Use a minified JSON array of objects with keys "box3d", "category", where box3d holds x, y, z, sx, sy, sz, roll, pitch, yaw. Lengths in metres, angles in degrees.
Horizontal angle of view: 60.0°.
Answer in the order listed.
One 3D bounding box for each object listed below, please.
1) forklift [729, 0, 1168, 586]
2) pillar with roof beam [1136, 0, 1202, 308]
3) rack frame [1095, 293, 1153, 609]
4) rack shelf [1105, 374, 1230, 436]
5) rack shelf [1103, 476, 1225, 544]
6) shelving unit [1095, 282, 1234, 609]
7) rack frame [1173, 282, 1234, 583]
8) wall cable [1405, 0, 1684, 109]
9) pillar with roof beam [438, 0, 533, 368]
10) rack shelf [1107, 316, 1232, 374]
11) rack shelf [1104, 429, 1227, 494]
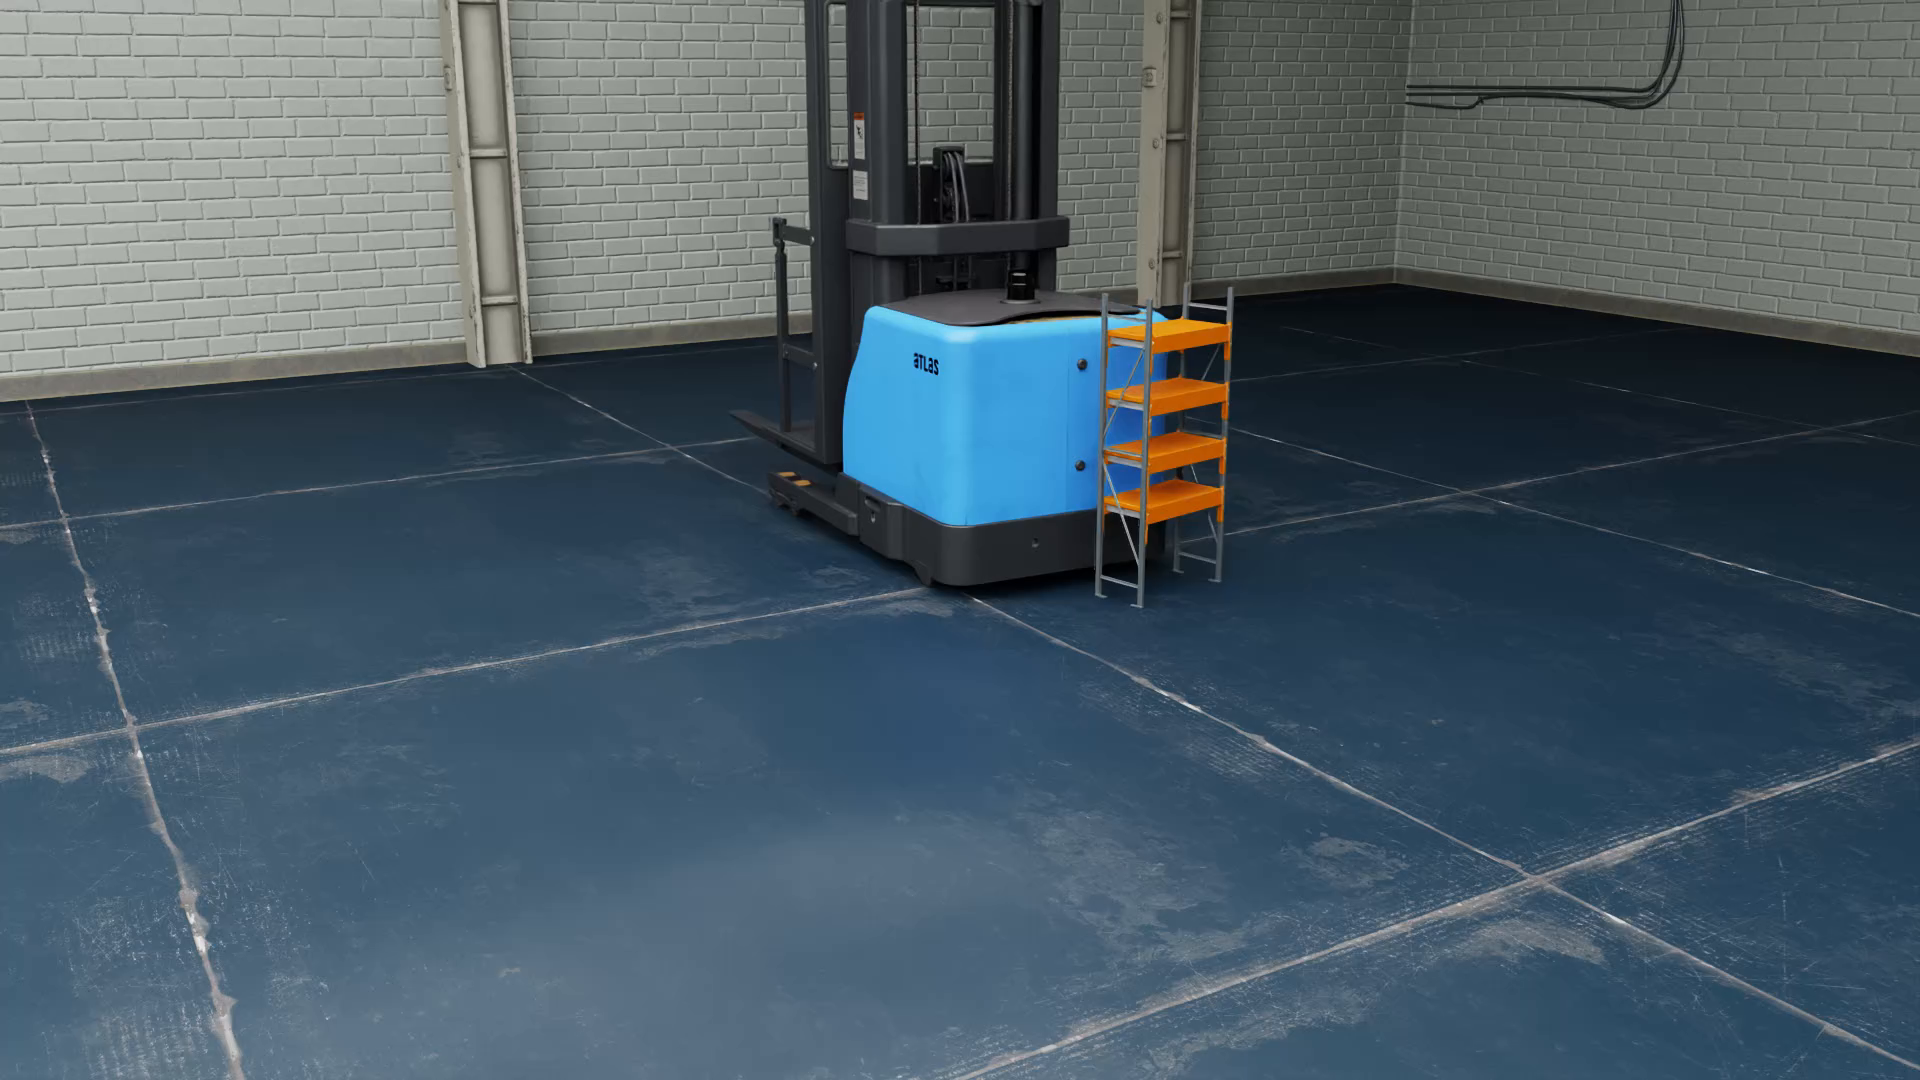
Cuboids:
[{"box3d":[-0.268,-1.579,7.614,1.130,2.935,3.031,-8,18,-26],"category":"forklift"},{"box3d":[4.045,-5.453,10.189,0.400,9.000,9.100,-9,18,-30],"category":"pillar with roof beam"},{"box3d":[0.626,-0.334,6.379,0.015,1.200,0.240,-14,21,-42],"category":"rack frame"},{"box3d":[0.802,-0.530,6.499,0.480,0.148,0.258,-14,21,-42],"category":"rack shelf"},{"box3d":[0.802,-0.124,6.613,0.480,0.148,0.258,-14,21,-42],"category":"rack shelf"},{"box3d":[0.802,-0.380,6.542,0.503,1.200,0.258,-14,21,-42],"category":"shelving unit"},{"box3d":[0.978,-0.425,6.704,0.015,1.200,0.240,-14,21,-42],"category":"rack frame"},{"box3d":[5.035,-5.057,14.531,0.112,2.526,3.097,-9,18,-30],"category":"wall cable"},{"box3d":[-1.098,-4.619,7.214,0.400,9.000,9.100,-9,18,-30],"category":"pillar with roof beam"},{"box3d":[0.802,-0.758,6.436,0.480,0.148,0.258,-14,21,-42],"category":"rack shelf"},{"box3d":[0.802,-0.315,6.560,0.480,0.148,0.258,-14,21,-42],"category":"rack shelf"}]
